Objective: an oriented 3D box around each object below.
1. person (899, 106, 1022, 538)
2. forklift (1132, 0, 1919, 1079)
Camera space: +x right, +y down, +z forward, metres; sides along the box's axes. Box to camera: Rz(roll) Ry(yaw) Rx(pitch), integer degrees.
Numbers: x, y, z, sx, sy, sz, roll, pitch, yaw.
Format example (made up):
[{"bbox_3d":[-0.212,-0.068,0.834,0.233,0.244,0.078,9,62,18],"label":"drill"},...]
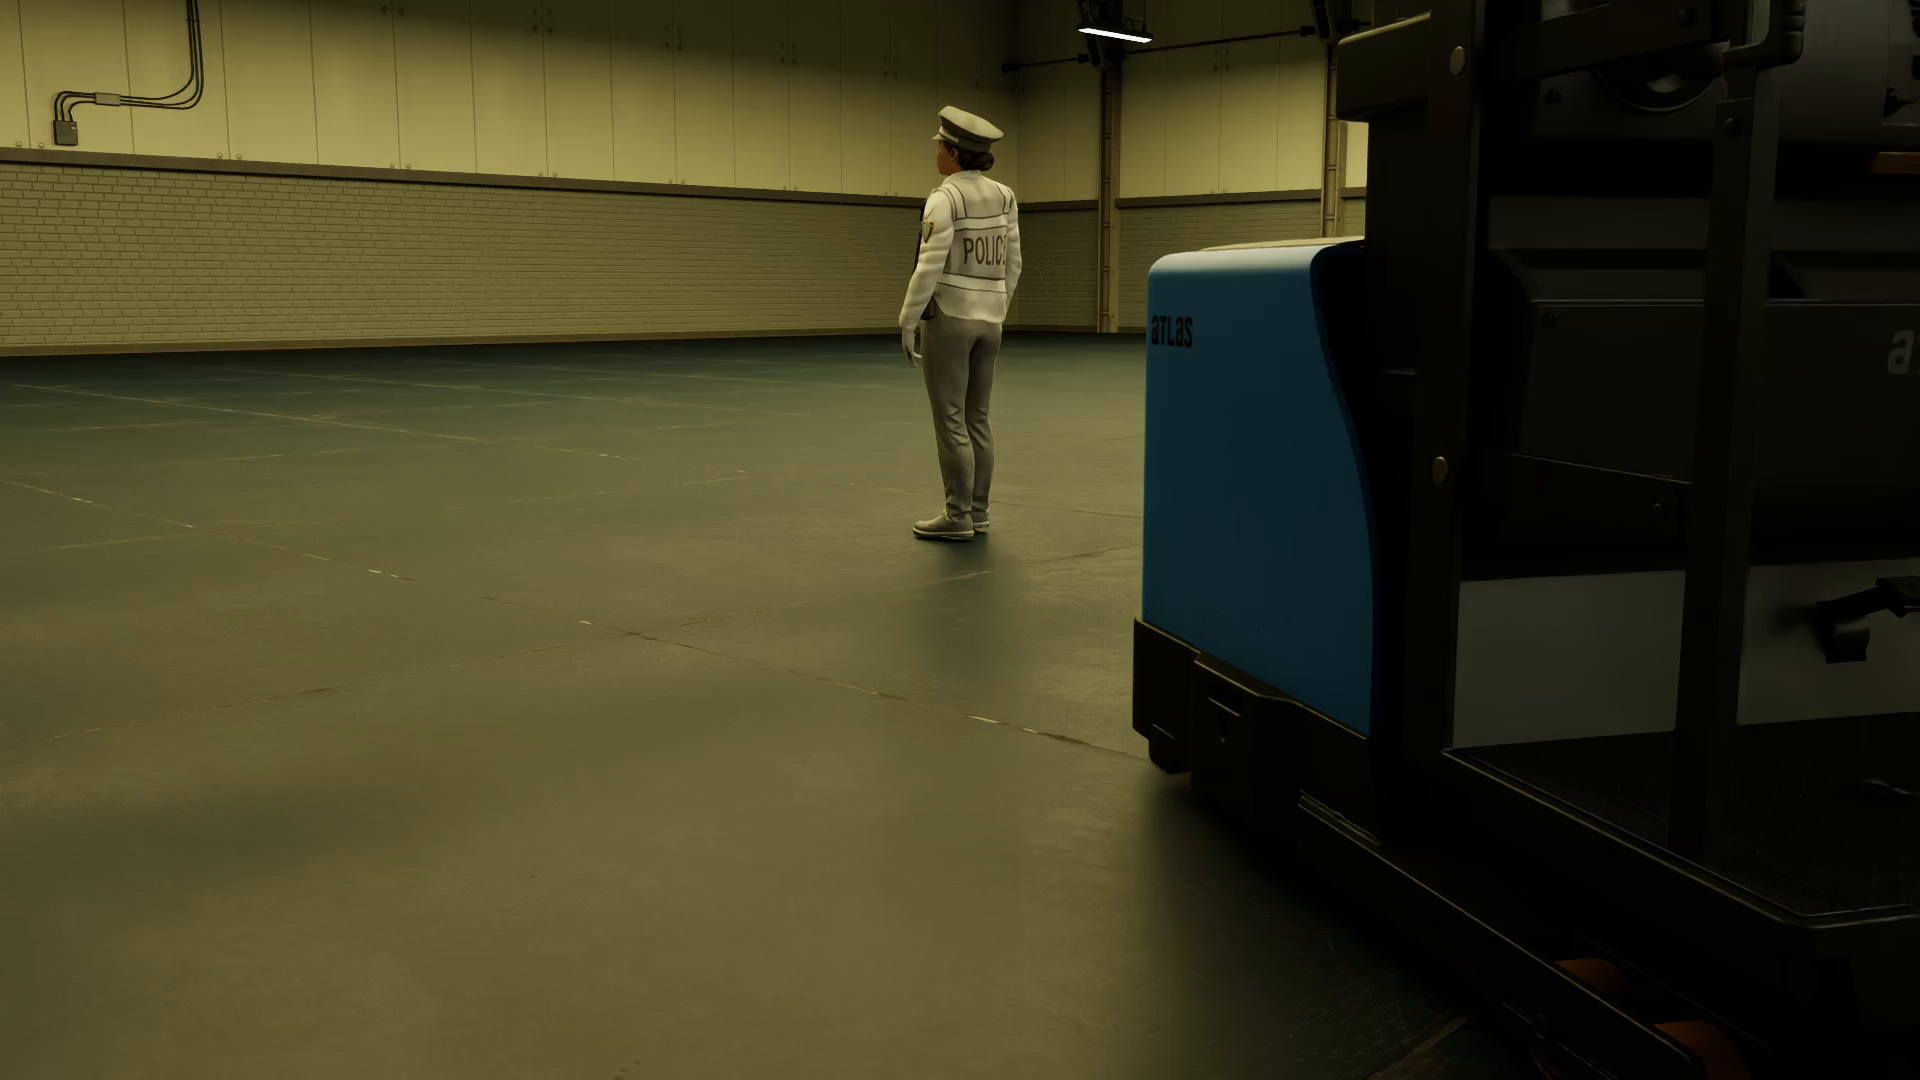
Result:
[{"bbox_3d":[-0.044,-0.853,6.641,0.533,1.696,0.588,8,12,43],"label":"person"},{"bbox_3d":[1.250,-0.790,2.120,1.130,2.935,3.031,-2,9,-15],"label":"forklift"}]
